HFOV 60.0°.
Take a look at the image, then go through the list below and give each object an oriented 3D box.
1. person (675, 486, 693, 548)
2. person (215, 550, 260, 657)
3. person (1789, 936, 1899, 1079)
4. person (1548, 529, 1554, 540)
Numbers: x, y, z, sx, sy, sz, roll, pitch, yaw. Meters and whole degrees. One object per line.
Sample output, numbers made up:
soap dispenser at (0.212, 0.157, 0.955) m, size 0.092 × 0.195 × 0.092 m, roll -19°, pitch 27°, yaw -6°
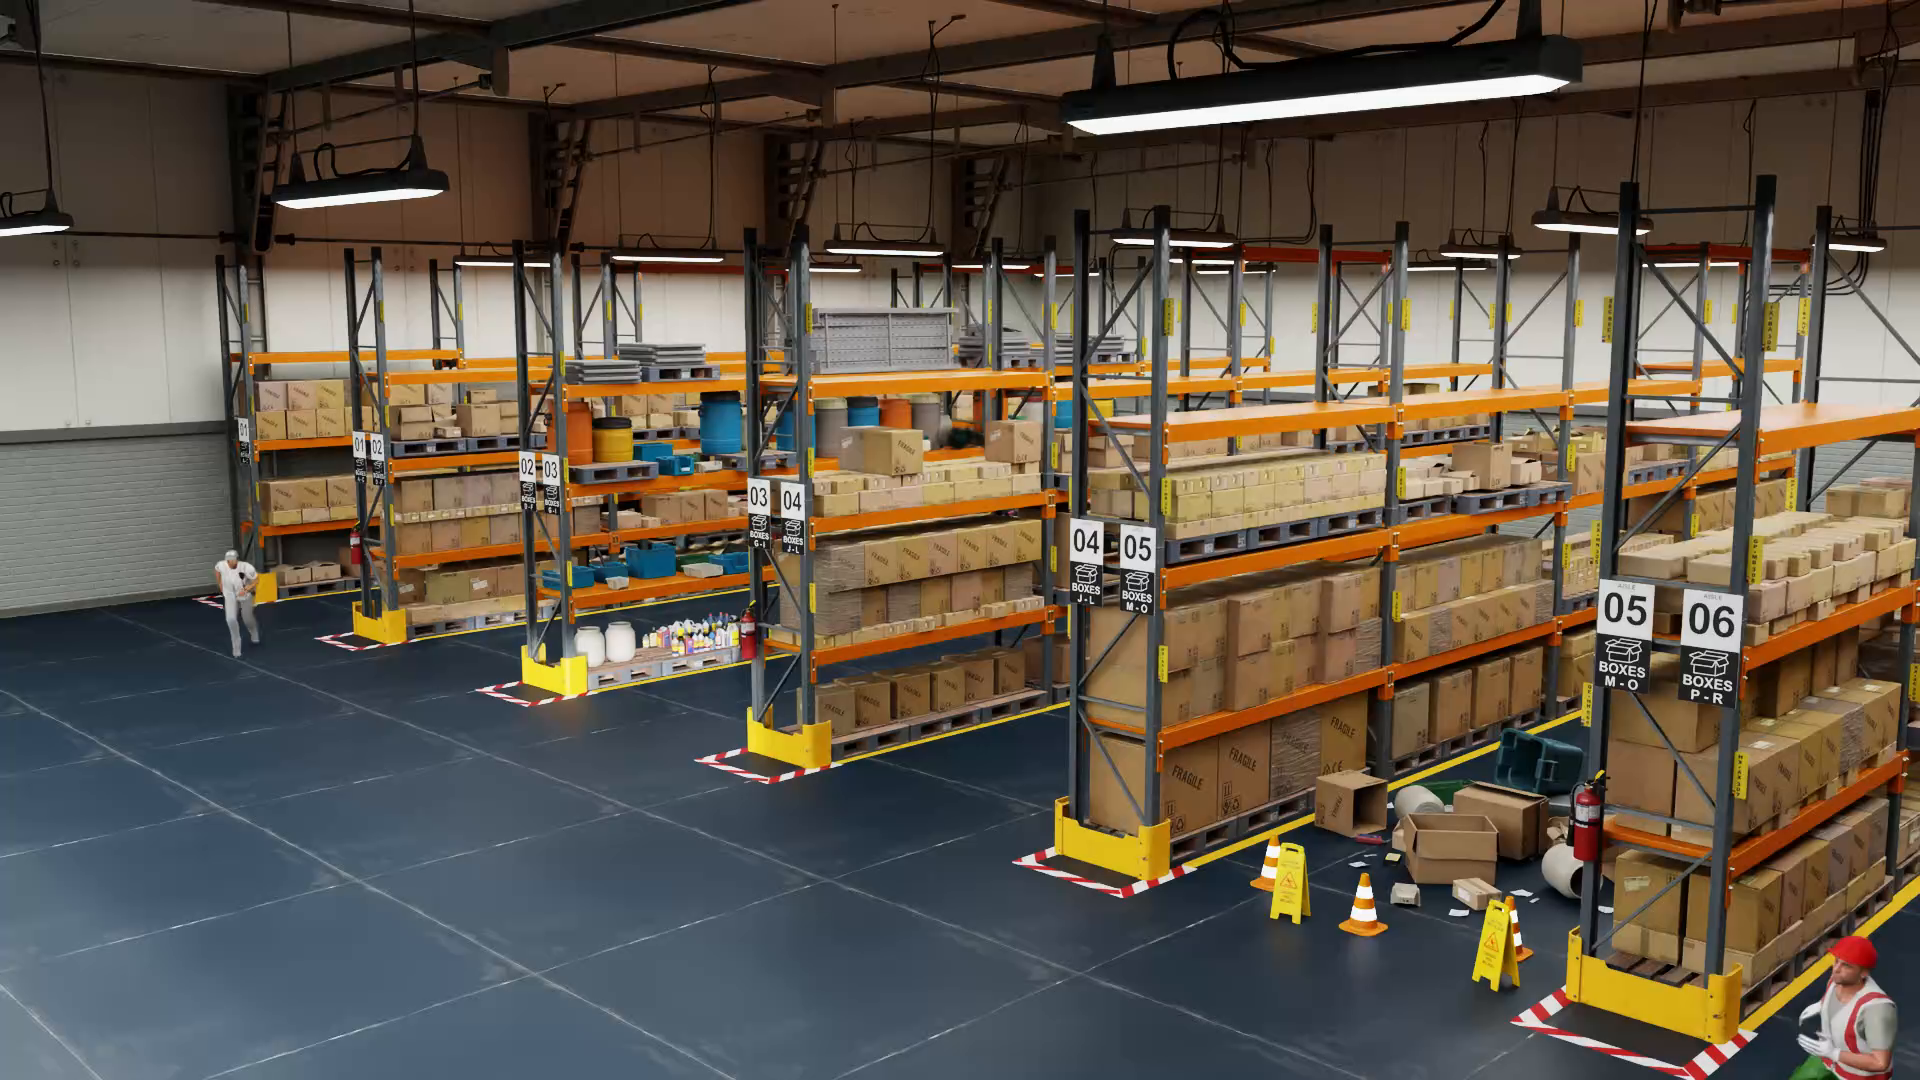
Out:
person at (-5.286, -0.239, 32.233) m, size 0.706 × 1.724 × 0.721 m, roll 5°, pitch 10°, yaw 32°
person at (-10.745, 0.902, 24.834) m, size 0.647 × 1.627 × 1.026 m, roll -1°, pitch 8°, yaw -6°
person at (4.956, 2.985, 9.415) m, size 0.723 × 1.673 × 0.807 m, roll -4°, pitch 9°, yaw -26°
person at (9.006, 0.705, 25.370) m, size 0.638 × 1.753 × 0.651 m, roll 7°, pitch 11°, yaw 40°
